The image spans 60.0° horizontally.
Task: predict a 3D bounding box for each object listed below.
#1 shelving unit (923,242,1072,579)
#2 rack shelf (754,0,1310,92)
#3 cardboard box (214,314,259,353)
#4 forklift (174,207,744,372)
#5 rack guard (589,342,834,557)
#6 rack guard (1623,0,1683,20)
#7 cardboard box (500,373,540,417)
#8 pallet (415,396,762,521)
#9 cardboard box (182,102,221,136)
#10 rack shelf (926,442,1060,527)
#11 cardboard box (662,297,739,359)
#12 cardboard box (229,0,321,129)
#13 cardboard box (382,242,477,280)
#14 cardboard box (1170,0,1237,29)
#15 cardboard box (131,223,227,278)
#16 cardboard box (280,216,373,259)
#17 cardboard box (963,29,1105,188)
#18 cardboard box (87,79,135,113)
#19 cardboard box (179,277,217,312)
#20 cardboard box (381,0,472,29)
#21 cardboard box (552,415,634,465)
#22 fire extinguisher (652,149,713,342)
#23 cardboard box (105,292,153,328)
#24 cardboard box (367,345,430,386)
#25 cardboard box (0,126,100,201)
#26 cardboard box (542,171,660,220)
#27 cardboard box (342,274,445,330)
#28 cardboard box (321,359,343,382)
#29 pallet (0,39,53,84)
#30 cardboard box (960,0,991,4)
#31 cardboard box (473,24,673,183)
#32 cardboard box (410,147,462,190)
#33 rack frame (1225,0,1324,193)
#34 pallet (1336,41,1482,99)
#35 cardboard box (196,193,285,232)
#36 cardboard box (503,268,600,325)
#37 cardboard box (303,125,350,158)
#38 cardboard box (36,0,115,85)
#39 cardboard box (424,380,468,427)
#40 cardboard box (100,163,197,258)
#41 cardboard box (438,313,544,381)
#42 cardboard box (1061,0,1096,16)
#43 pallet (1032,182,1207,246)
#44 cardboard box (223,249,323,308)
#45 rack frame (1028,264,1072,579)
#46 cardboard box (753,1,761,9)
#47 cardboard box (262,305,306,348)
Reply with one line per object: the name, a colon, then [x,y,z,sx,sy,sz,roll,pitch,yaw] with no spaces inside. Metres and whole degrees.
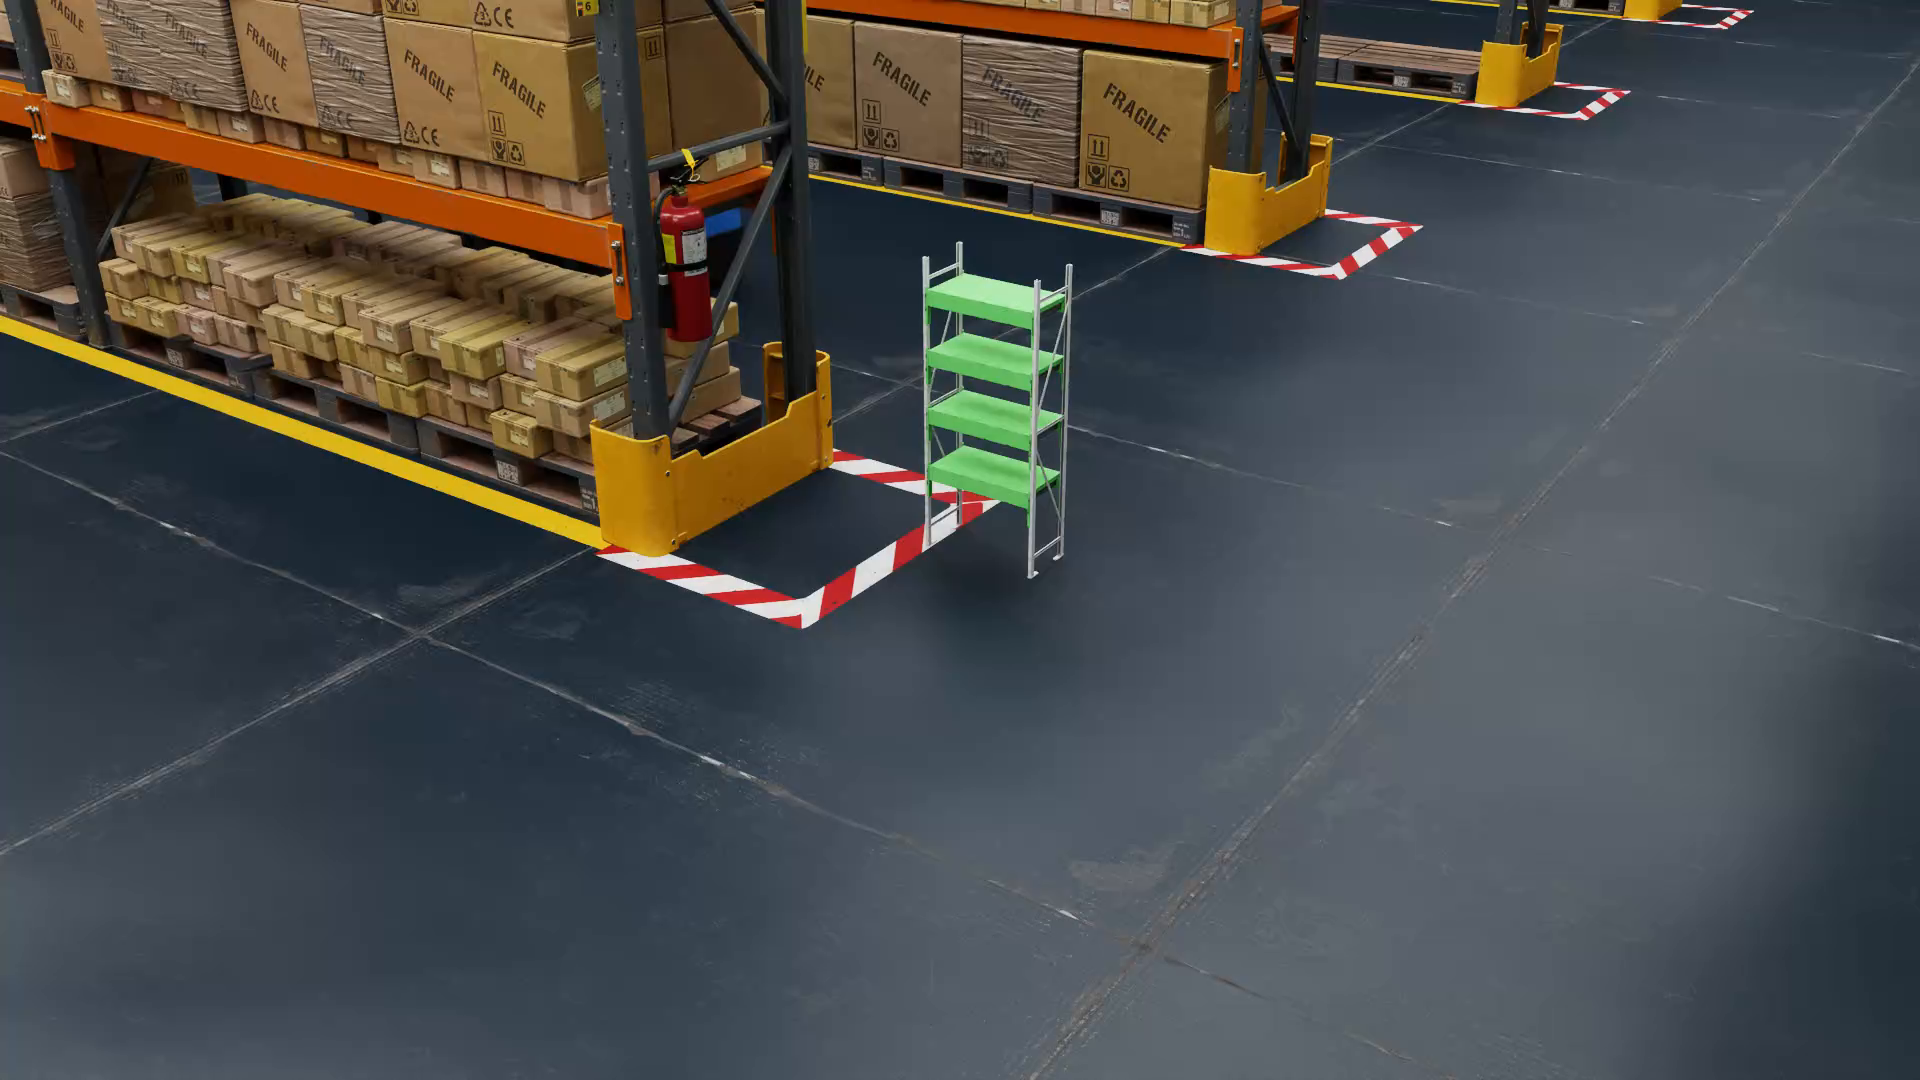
shelving unit: [0.137,-0.492,6.394,0.503,1.200,0.258,17,32,30]
rack shelf: [0.293,-3.521,11.154,4.000,0.370,1.077,17,32,30]
cardboard box: [-3.437,-1.070,8.226,0.250,0.149,0.380,17,31,29]
forklift: [-2.620,-2.510,8.450,1.130,2.935,3.031,22,35,37]
rack guard: [-1.012,-0.405,6.995,0.348,0.500,1.175,17,32,30]
rack guard: [7.491,-5.936,17.863,0.348,0.500,1.175,17,32,30]
cardboard box: [-1.731,-0.665,7.101,0.250,0.149,0.380,16,31,29]
pallet: [-1.662,-0.498,7.496,1.213,0.211,1.003,17,32,30]
cardboard box: [-3.302,-1.971,7.593,0.250,0.149,0.380,18,32,31]
rack shelf: [0.136,-0.221,6.532,0.480,0.148,0.258,17,32,30]
cardboard box: [-1.189,-0.943,7.320,0.250,0.149,0.380,16,31,28]
cardboard box: [-2.716,-2.089,7.108,0.500,0.500,0.500,19,33,33]
cardboard box: [-2.546,-1.302,8.026,0.250,0.149,0.380,17,32,30]
cardboard box: [1.462,-3.184,9.977,0.250,0.149,0.380,18,32,31]
cardboard box: [-3.886,-1.450,8.316,0.250,0.149,0.380,19,33,33]
cardboard box: [-3.194,-1.507,8.427,0.250,0.149,0.380,18,32,32]
cardboard box: [0.619,-2.936,11.092,0.875,0.875,0.875,17,32,30]
cardboard box: [-3.943,-2.181,8.006,0.250,0.149,0.380,18,32,32]
cardboard box: [-3.648,-1.283,8.315,0.250,0.149,0.380,17,32,30]
cardboard box: [-1.885,-2.277,6.376,0.500,0.500,0.500,16,31,29]
cardboard box: [-1.501,-0.473,7.053,0.250,0.149,0.380,18,32,31]
fire extinguisher: [-1.003,-1.062,6.025,0.183,0.674,0.296,17,32,30]
cardboard box: [-4.128,-1.230,8.539,0.250,0.149,0.380,16,31,28]
cardboard box: [-2.410,-0.838,7.443,0.250,0.149,0.380,18,32,31]
cardboard box: [-5.004,-2.031,8.899,0.500,0.250,0.500,16,31,29]
cardboard box: [-1.378,-1.366,6.403,0.250,0.149,0.380,17,32,30]
cardboard box: [-2.574,-1.075,7.579,0.250,0.149,0.380,16,31,29]
cardboard box: [-2.776,-0.873,7.838,0.250,0.149,0.380,18,32,32]
pallet: [-4.794,-2.692,8.944,1.213,0.211,1.003,17,32,30]
cardboard box: [0.202,-3.577,10.748,0.250,0.149,0.380,18,32,31]
cardboard box: [-1.466,-1.696,6.337,0.500,0.500,0.500,18,32,31]
cardboard box: [-2.001,-1.559,6.783,0.250,0.149,0.380,18,32,32]
rack frame: [1.942,-3.328,9.982,0.127,3.000,1.000,17,32,30]
pallet: [4.088,-4.163,14.698,1.213,0.211,1.003,17,32,30]
cardboard box: [-3.806,-1.714,8.836,0.250,0.149,0.380,18,32,32]
cardboard box: [-1.871,-1.114,7.656,0.250,0.149,0.380,16,31,28]
cardboard box: [-2.618,-1.791,7.240,0.250,0.149,0.380,18,32,31]
cardboard box: [-3.981,-2.482,7.882,0.500,0.500,0.500,17,31,29]
cardboard box: [-2.151,-0.660,7.420,0.250,0.149,0.380,18,32,31]
cardboard box: [-4.706,-1.889,9.447,0.500,0.500,0.500,19,32,32]
cardboard box: [-1.989,-0.827,7.093,0.250,0.149,0.380,17,31,29]
cardboard box: [0.834,-3.380,10.361,0.250,0.149,0.380,18,32,31]
pallet: [1.239,-2.261,10.960,1.213,0.211,1.003,17,32,30]
cardboard box: [-3.259,-1.249,7.921,0.250,0.149,0.380,18,32,31]
rack frame: [0.338,-0.430,6.271,0.015,1.200,0.240,17,32,30]
cardboard box: [-1.894,-3.752,12.695,0.875,0.875,1.225,17,32,30]
cardboard box: [-3.042,-1.044,7.847,0.250,0.149,0.380,17,32,30]
